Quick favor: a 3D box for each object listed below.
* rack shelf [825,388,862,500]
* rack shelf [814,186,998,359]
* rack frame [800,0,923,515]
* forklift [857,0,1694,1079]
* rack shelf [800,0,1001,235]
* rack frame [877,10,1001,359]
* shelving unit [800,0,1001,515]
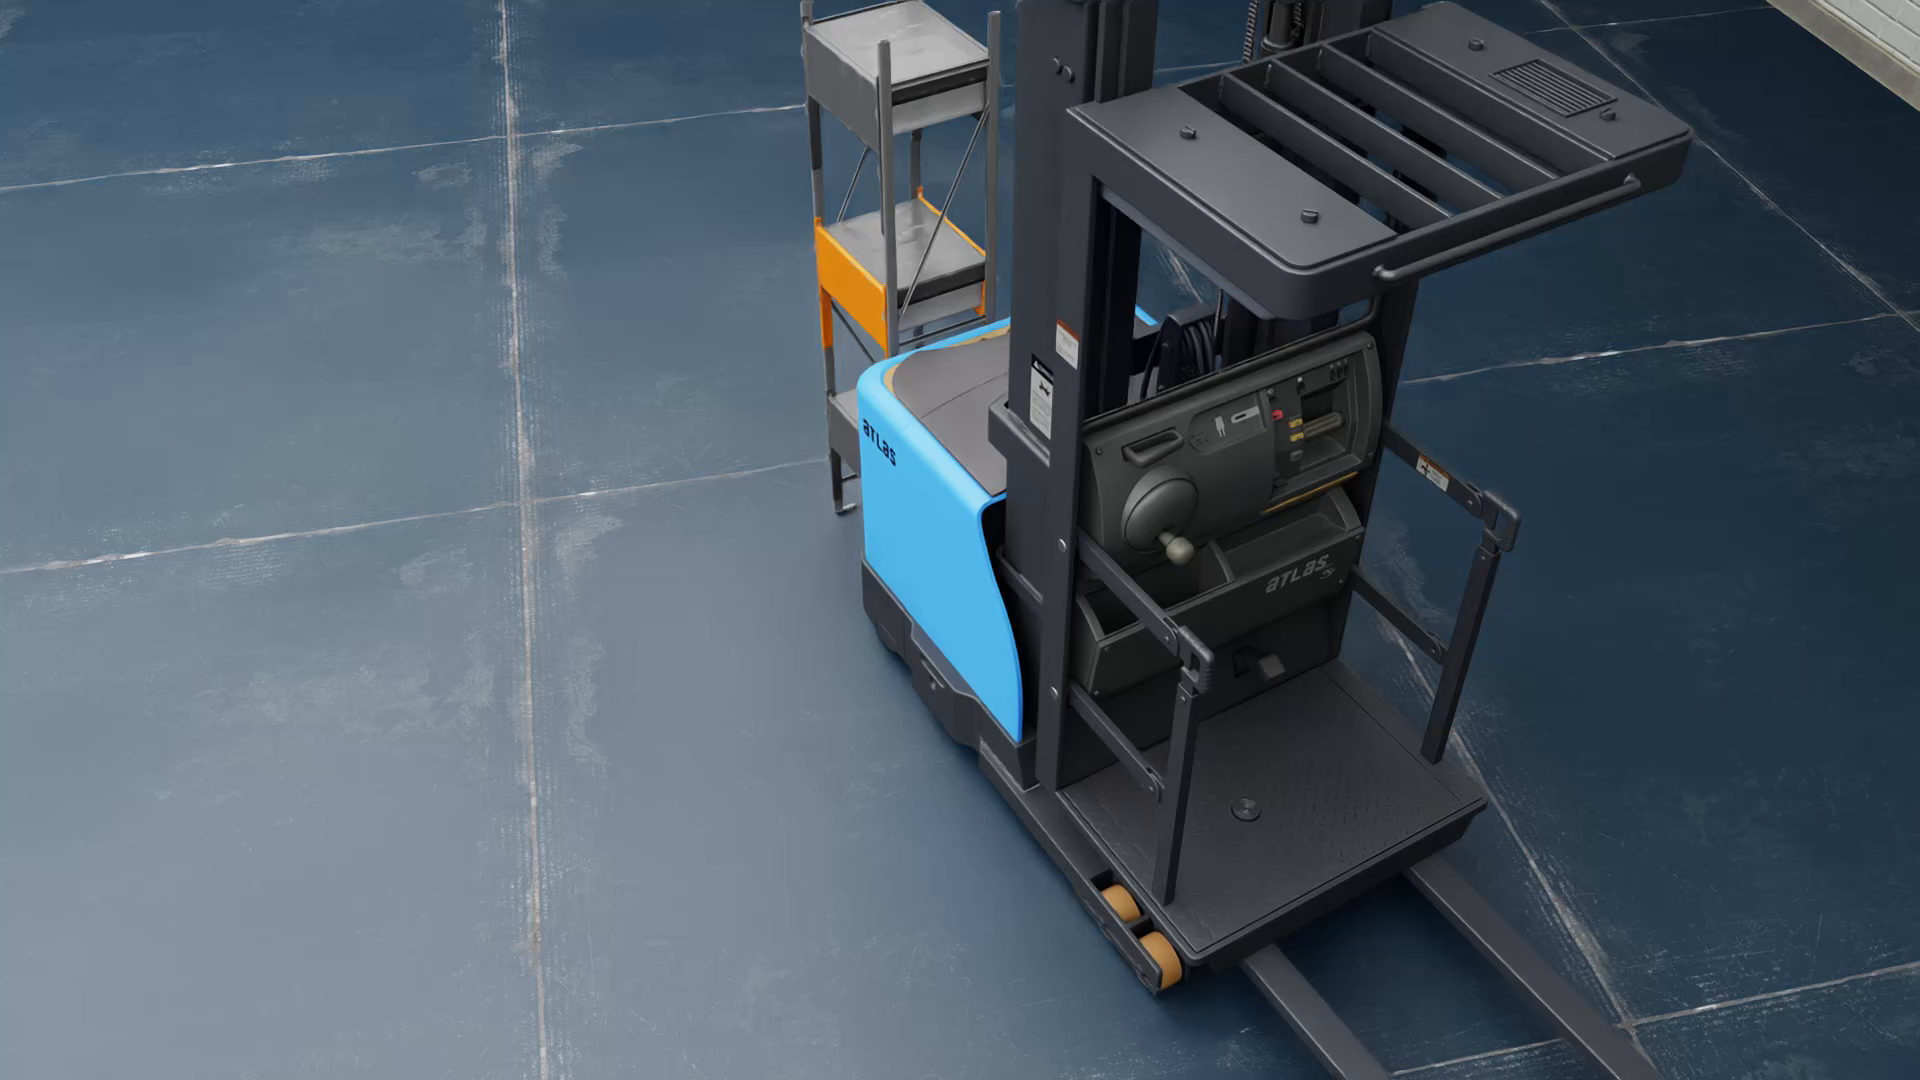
[{"bbox_3d":[-0.184,-0.281,6.060,0.431,0.518,0.480,-22,46,-23],"label":"rack shelf"},{"bbox_3d":[-0.183,-0.805,5.596,0.431,0.518,0.480,-22,46,-23],"label":"rack shelf"},{"bbox_3d":[-0.309,-0.954,5.743,0.400,2.100,0.015,-22,46,-23],"label":"rack frame"},{"bbox_3d":[0.846,-0.158,4.220,1.130,2.935,3.031,-22,46,-23],"label":"forklift"},{"bbox_3d":[-0.183,-1.328,5.131,0.431,0.518,0.480,-22,46,-23],"label":"rack shelf"},{"bbox_3d":[-0.058,-0.676,5.430,0.400,2.100,0.015,-22,46,-23],"label":"rack frame"},{"bbox_3d":[-0.183,-0.815,5.586,0.431,2.100,0.503,-22,46,-23],"label":"shelving unit"}]
